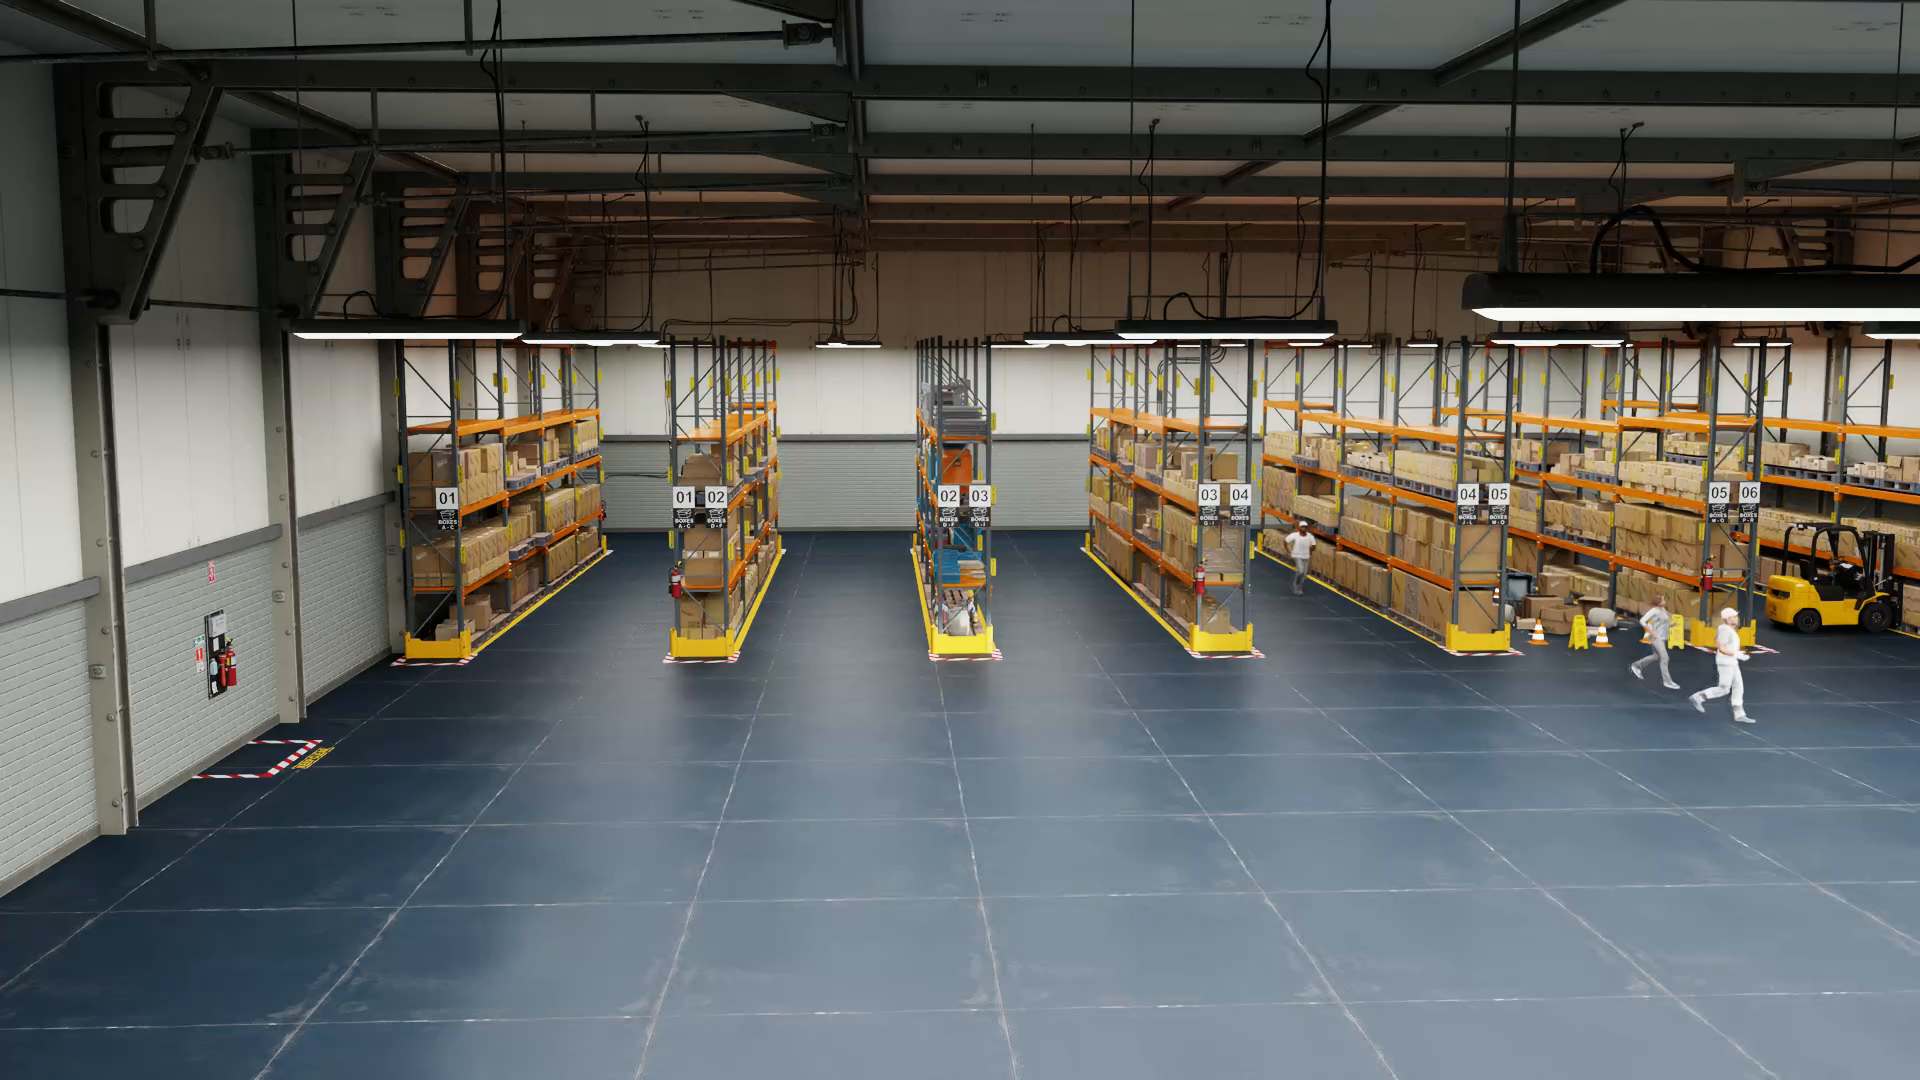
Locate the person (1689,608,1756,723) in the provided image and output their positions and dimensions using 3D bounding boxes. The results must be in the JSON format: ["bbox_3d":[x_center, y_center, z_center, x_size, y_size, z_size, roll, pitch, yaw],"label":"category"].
[{"bbox_3d":[11.821,1.927,25.692,0.959,1.774,0.653,4,8,33],"label":"person"}]

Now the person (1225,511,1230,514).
[{"bbox_3d":[7.434,-0.515,47.449,0.682,1.734,0.554,1,7,7],"label":"person"}]

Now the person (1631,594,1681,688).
[{"bbox_3d":[11.891,1.699,28.378,0.889,1.577,0.540,6,9,44],"label":"person"}]

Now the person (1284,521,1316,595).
[{"bbox_3d":[8.008,0.423,38.948,0.692,1.741,0.660,-1,7,-10],"label":"person"}]
